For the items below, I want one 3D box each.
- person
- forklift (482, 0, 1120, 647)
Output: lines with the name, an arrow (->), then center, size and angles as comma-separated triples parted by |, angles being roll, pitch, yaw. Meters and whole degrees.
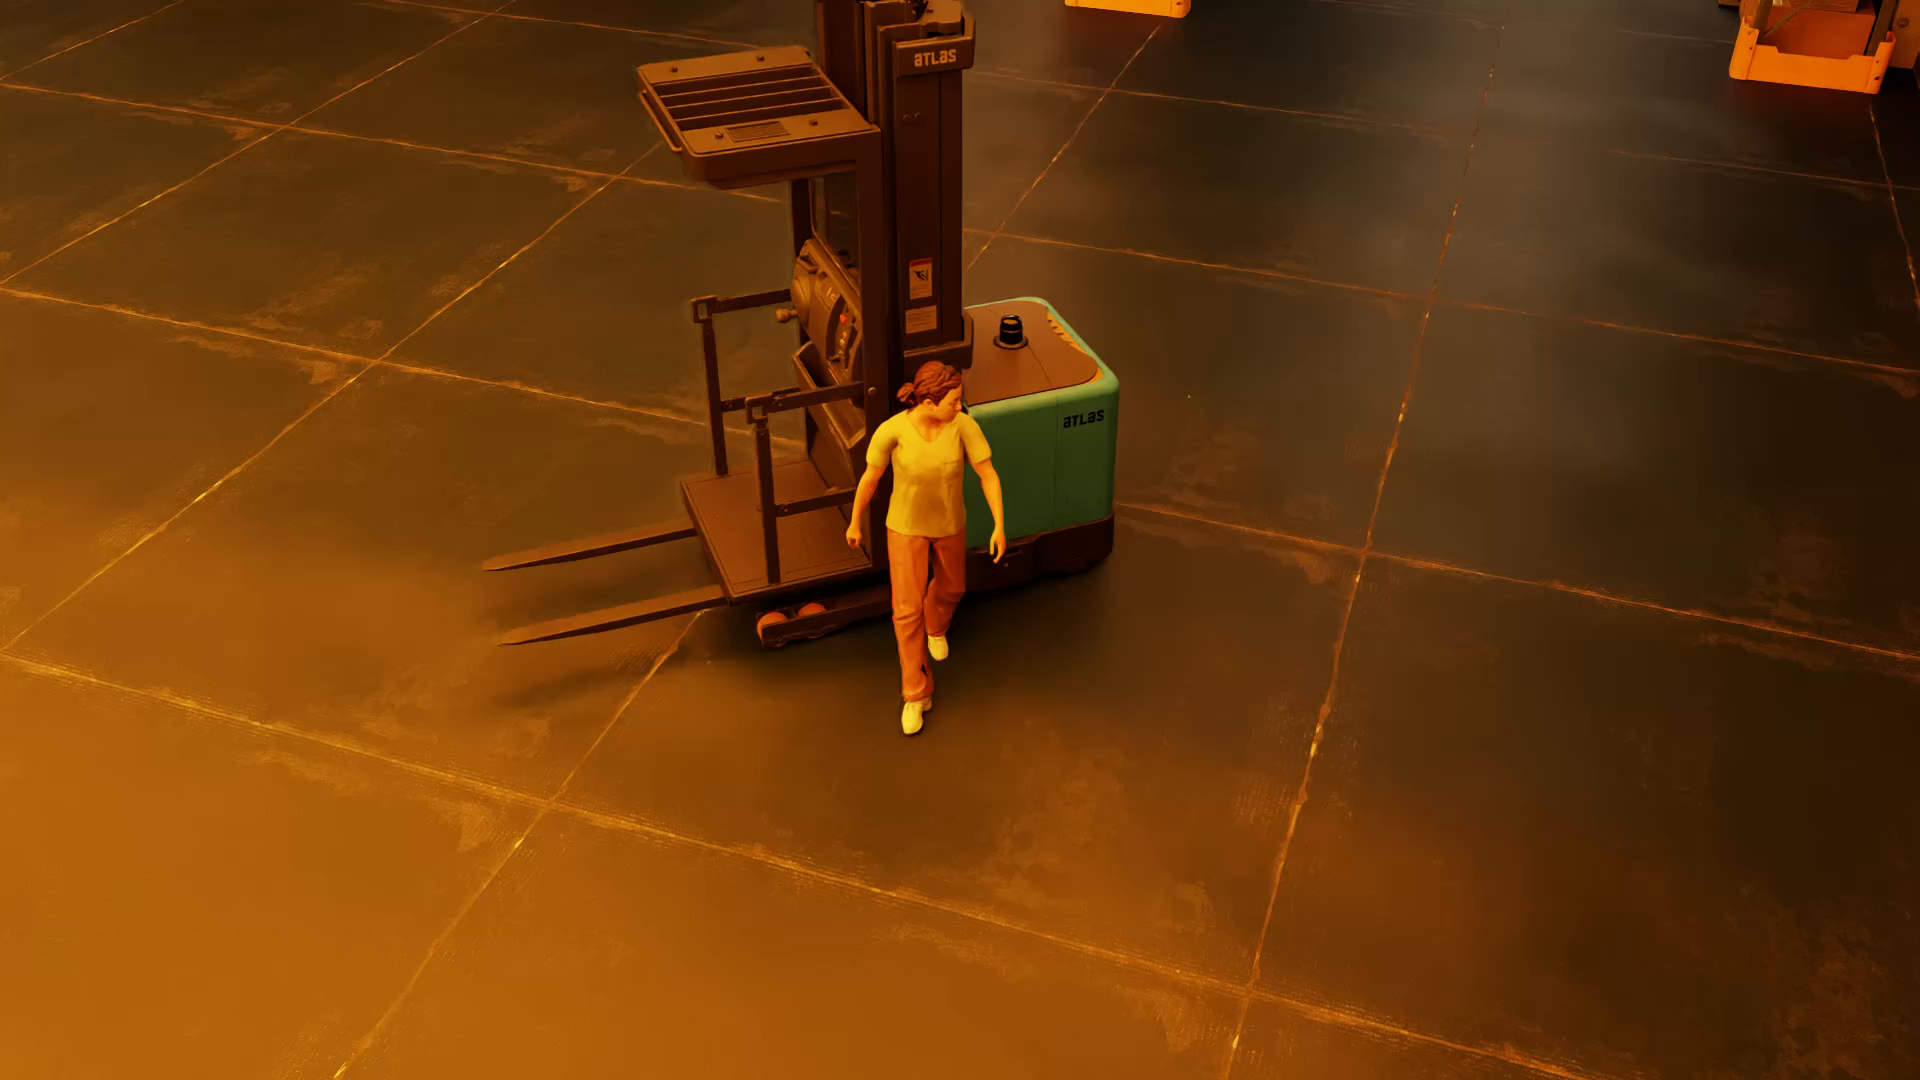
person -> -0.146, -0.009, 7.265 | 0.653, 1.644, 0.845 | -9, 36, -13
forklift -> -0.796, -1.031, 7.565 | 3.031, 2.935, 1.130 | -12, 37, -17
